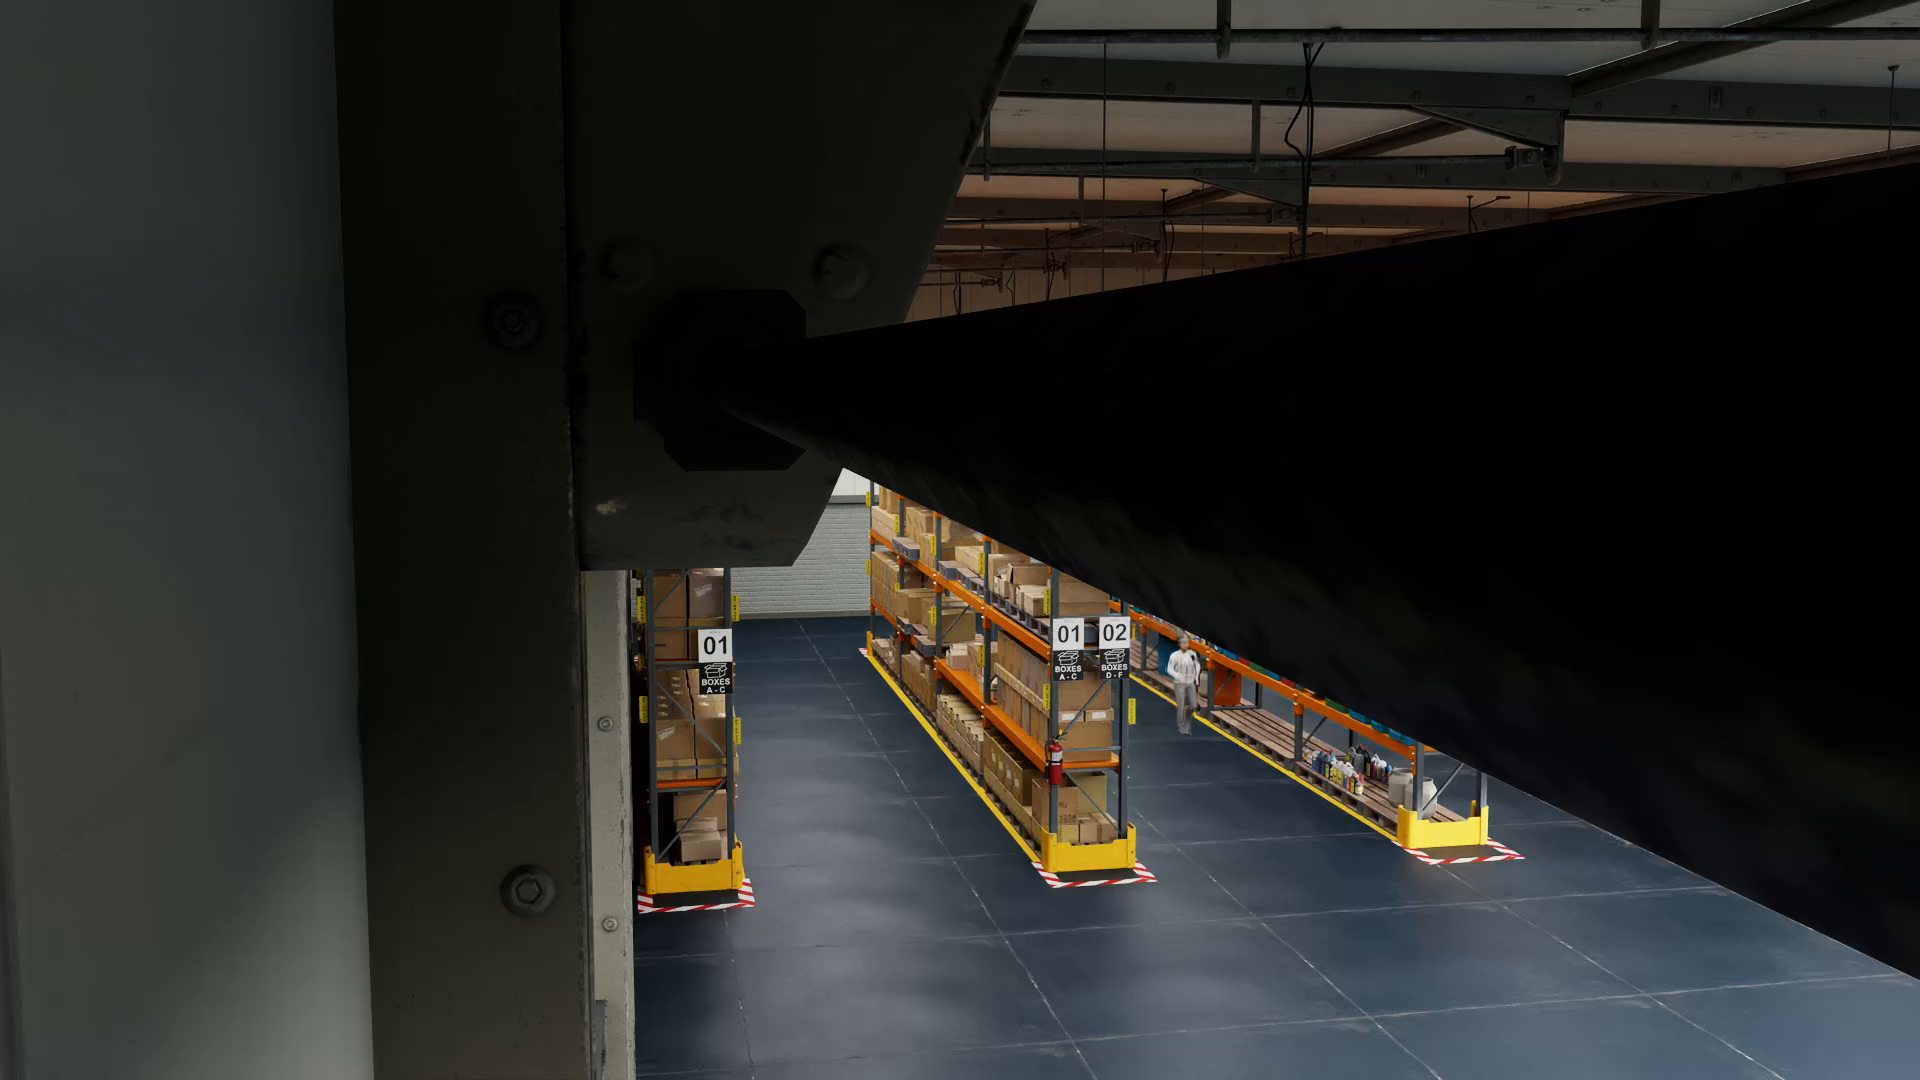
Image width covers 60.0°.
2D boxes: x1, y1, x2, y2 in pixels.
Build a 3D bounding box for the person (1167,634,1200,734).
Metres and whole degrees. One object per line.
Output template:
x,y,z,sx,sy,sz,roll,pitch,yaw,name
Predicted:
3.700,2.371,27.244,0.589,1.680,0.528,-1,6,-10,person
